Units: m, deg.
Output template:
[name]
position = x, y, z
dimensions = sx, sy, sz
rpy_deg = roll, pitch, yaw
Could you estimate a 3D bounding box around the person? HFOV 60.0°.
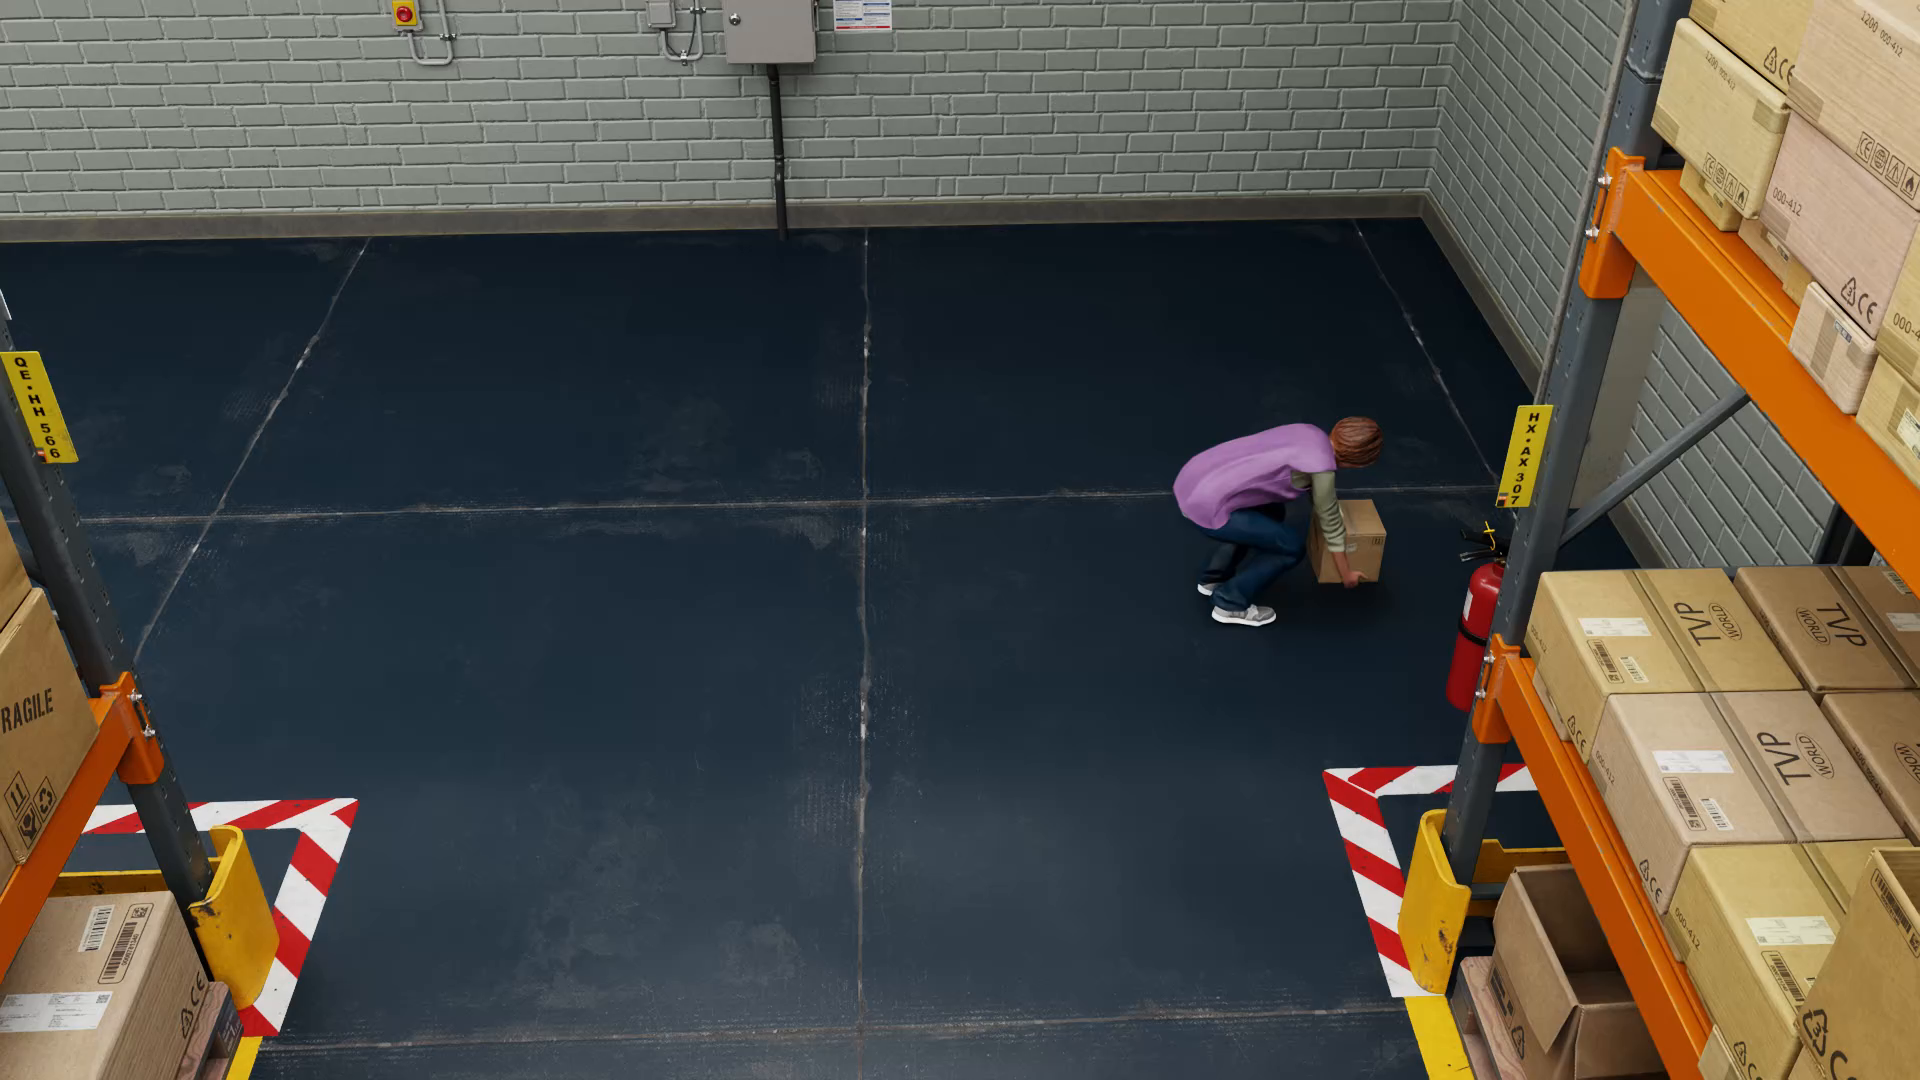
[person]
position = 1.306, -0.098, 6.874
dimensions = 0.860, 0.918, 0.425
rpy_deg = -3, 36, -4
